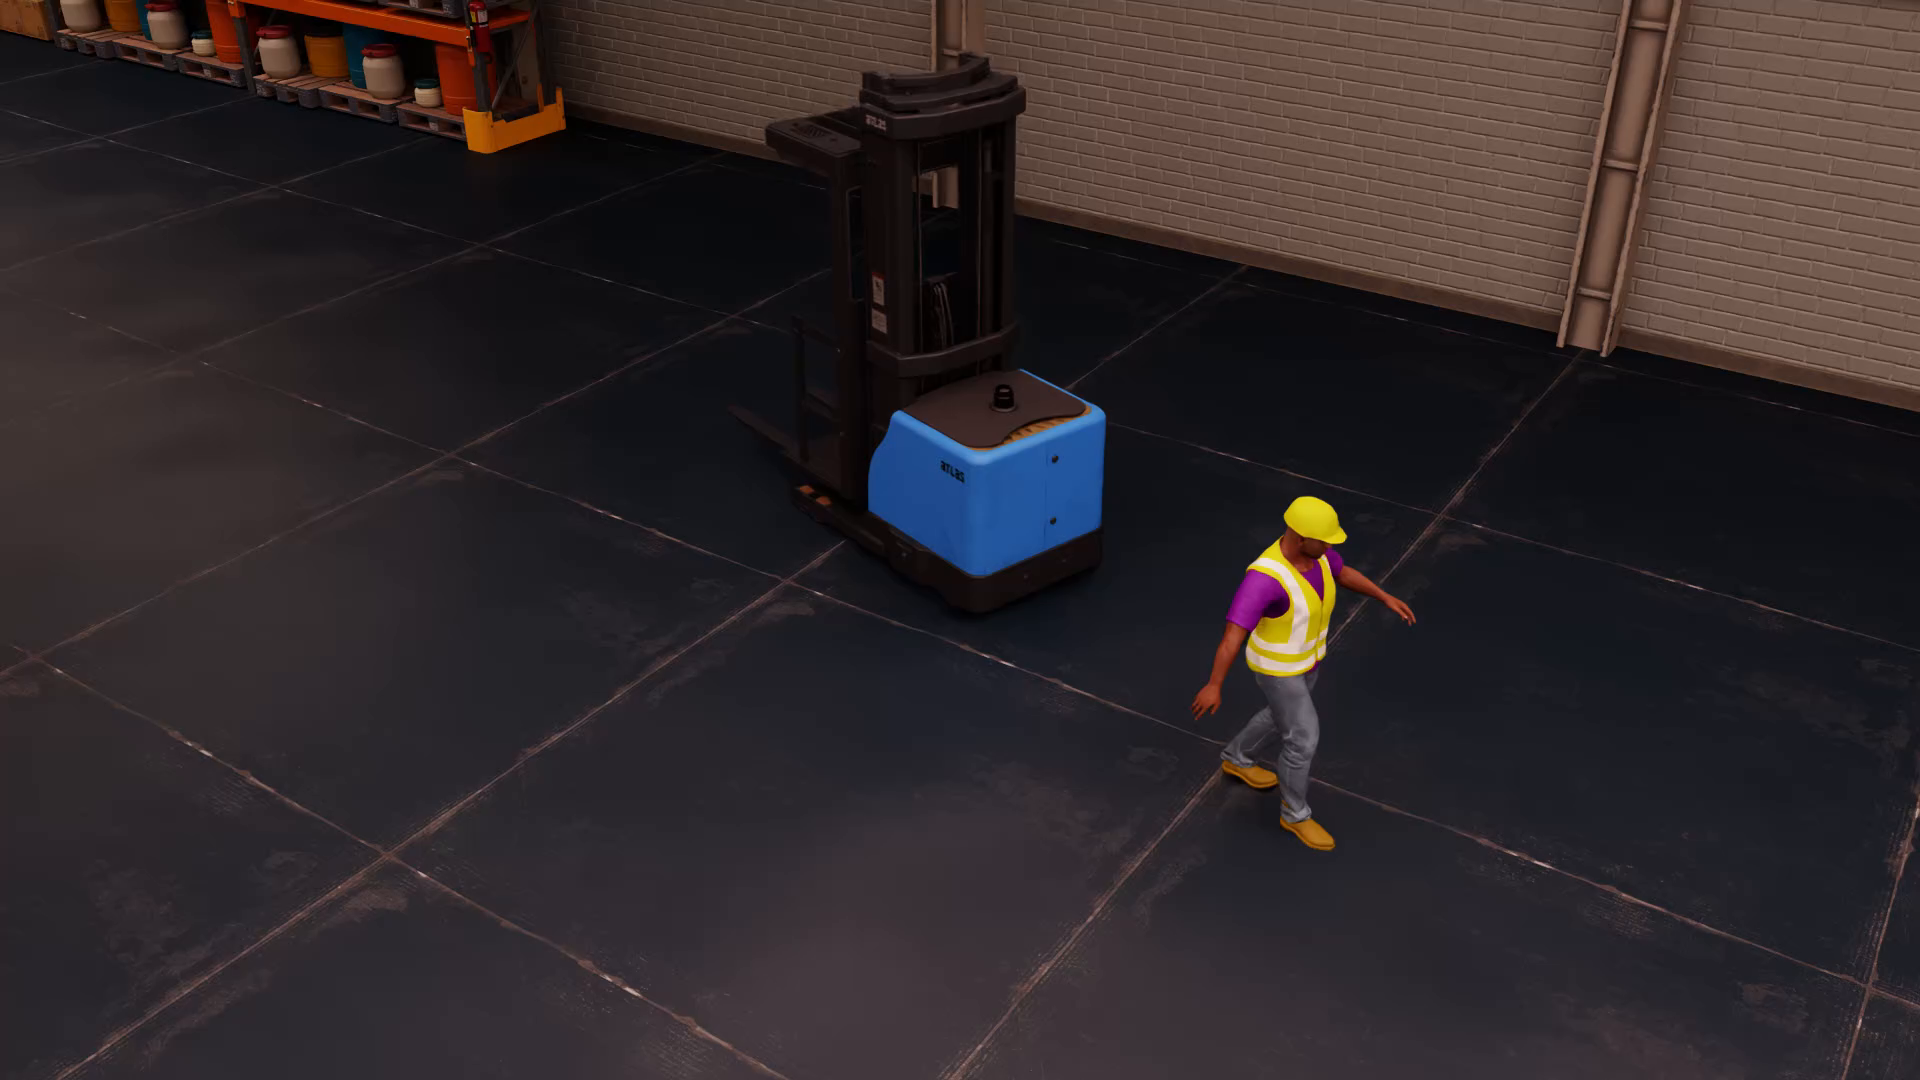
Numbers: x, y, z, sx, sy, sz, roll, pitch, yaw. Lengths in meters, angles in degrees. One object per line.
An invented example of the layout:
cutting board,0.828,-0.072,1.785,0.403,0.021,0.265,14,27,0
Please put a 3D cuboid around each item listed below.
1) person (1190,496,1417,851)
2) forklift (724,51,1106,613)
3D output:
person,1.561,0.586,7.769,0.765,1.745,1.020,21,36,32
forklift,-0.447,-1.520,10.199,1.130,2.935,3.031,-22,37,-33
